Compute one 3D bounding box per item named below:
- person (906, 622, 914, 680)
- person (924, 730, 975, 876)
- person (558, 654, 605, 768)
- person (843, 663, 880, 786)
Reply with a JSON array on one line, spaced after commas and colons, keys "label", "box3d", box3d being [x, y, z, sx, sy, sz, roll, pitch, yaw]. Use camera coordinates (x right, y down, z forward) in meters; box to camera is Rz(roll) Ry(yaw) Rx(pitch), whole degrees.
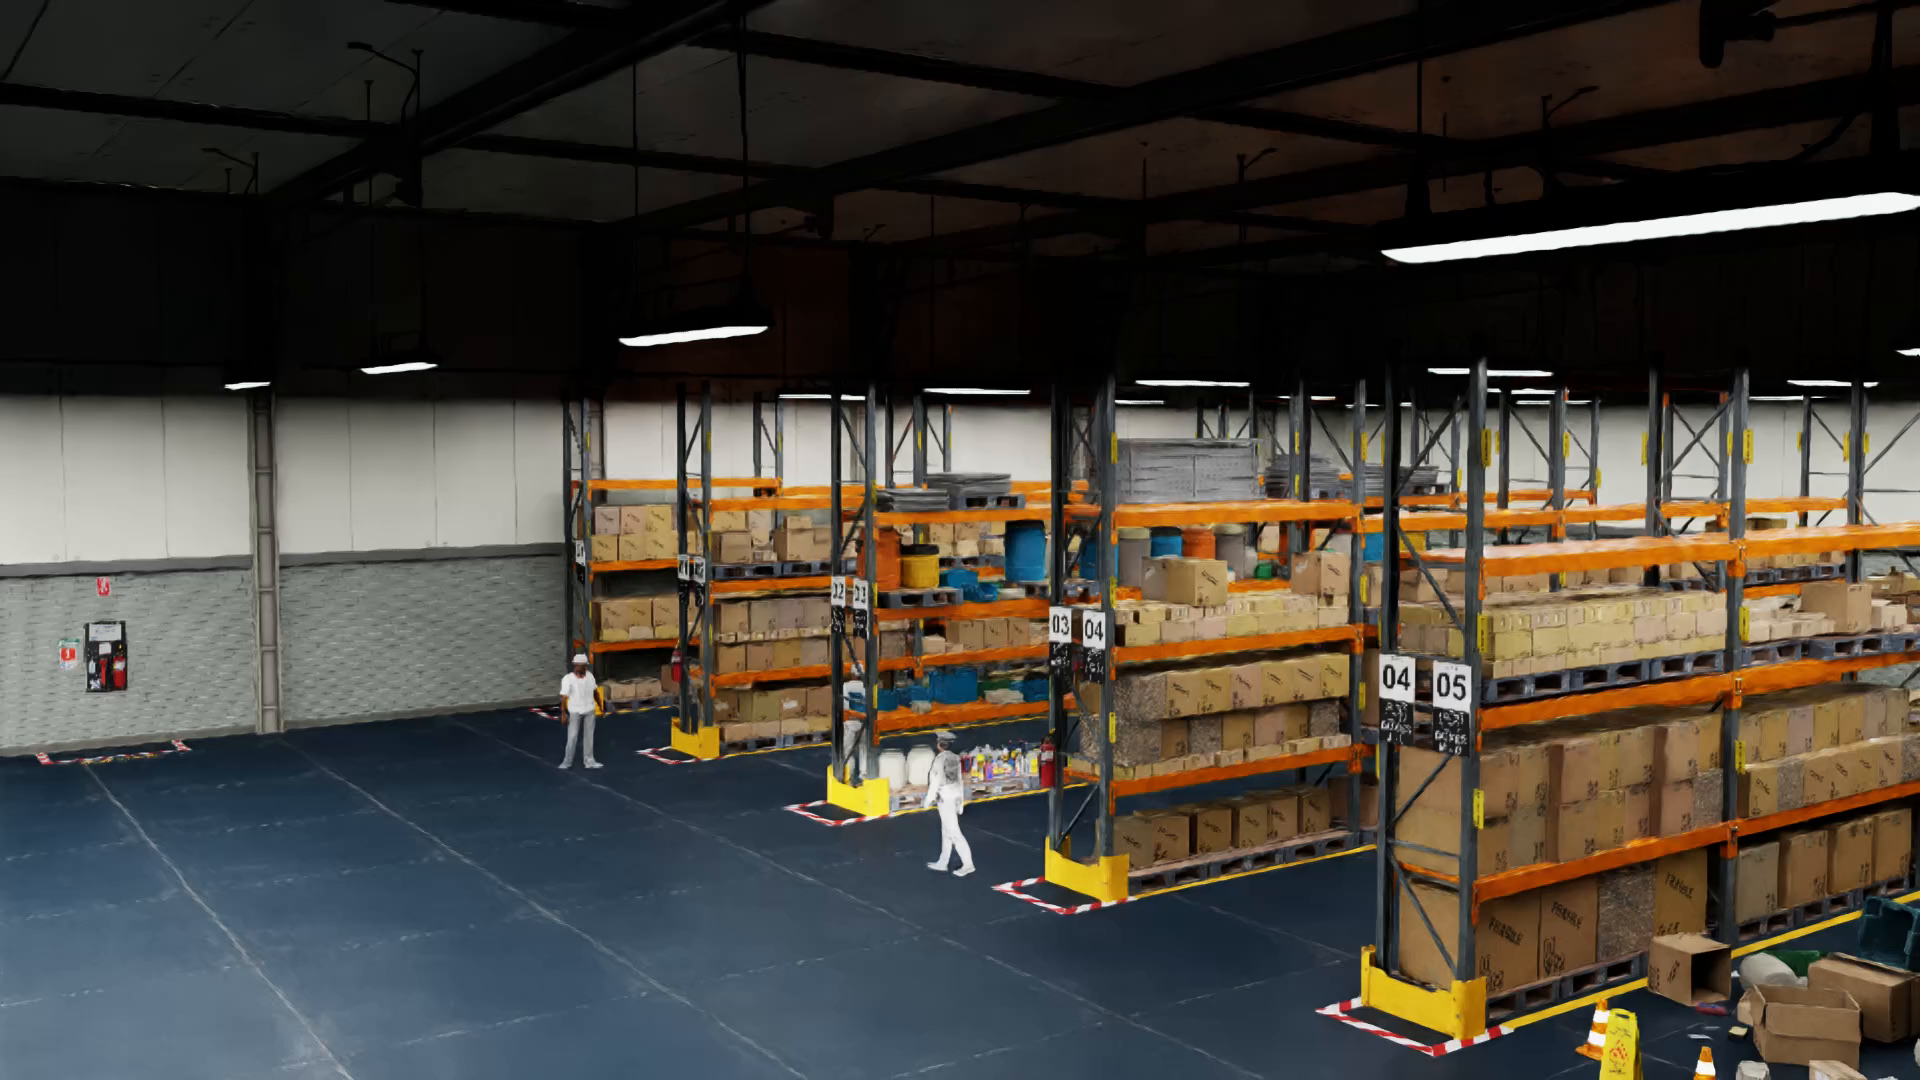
[{"label": "person", "box3d": [-0.851, 2.341, 31.346, 0.401, 1.599, 0.465, 2, 4, 23]}, {"label": "person", "box3d": [-0.117, 3.087, 19.544, 0.681, 1.648, 0.496, 2, 4, 27]}, {"label": "person", "box3d": [-5.826, 2.635, 25.620, 0.737, 1.758, 0.500, -3, 5, -41]}, {"label": "person", "box3d": [-1.502, 2.684, 24.503, 0.672, 1.782, 0.589, -1, 4, -11]}]
